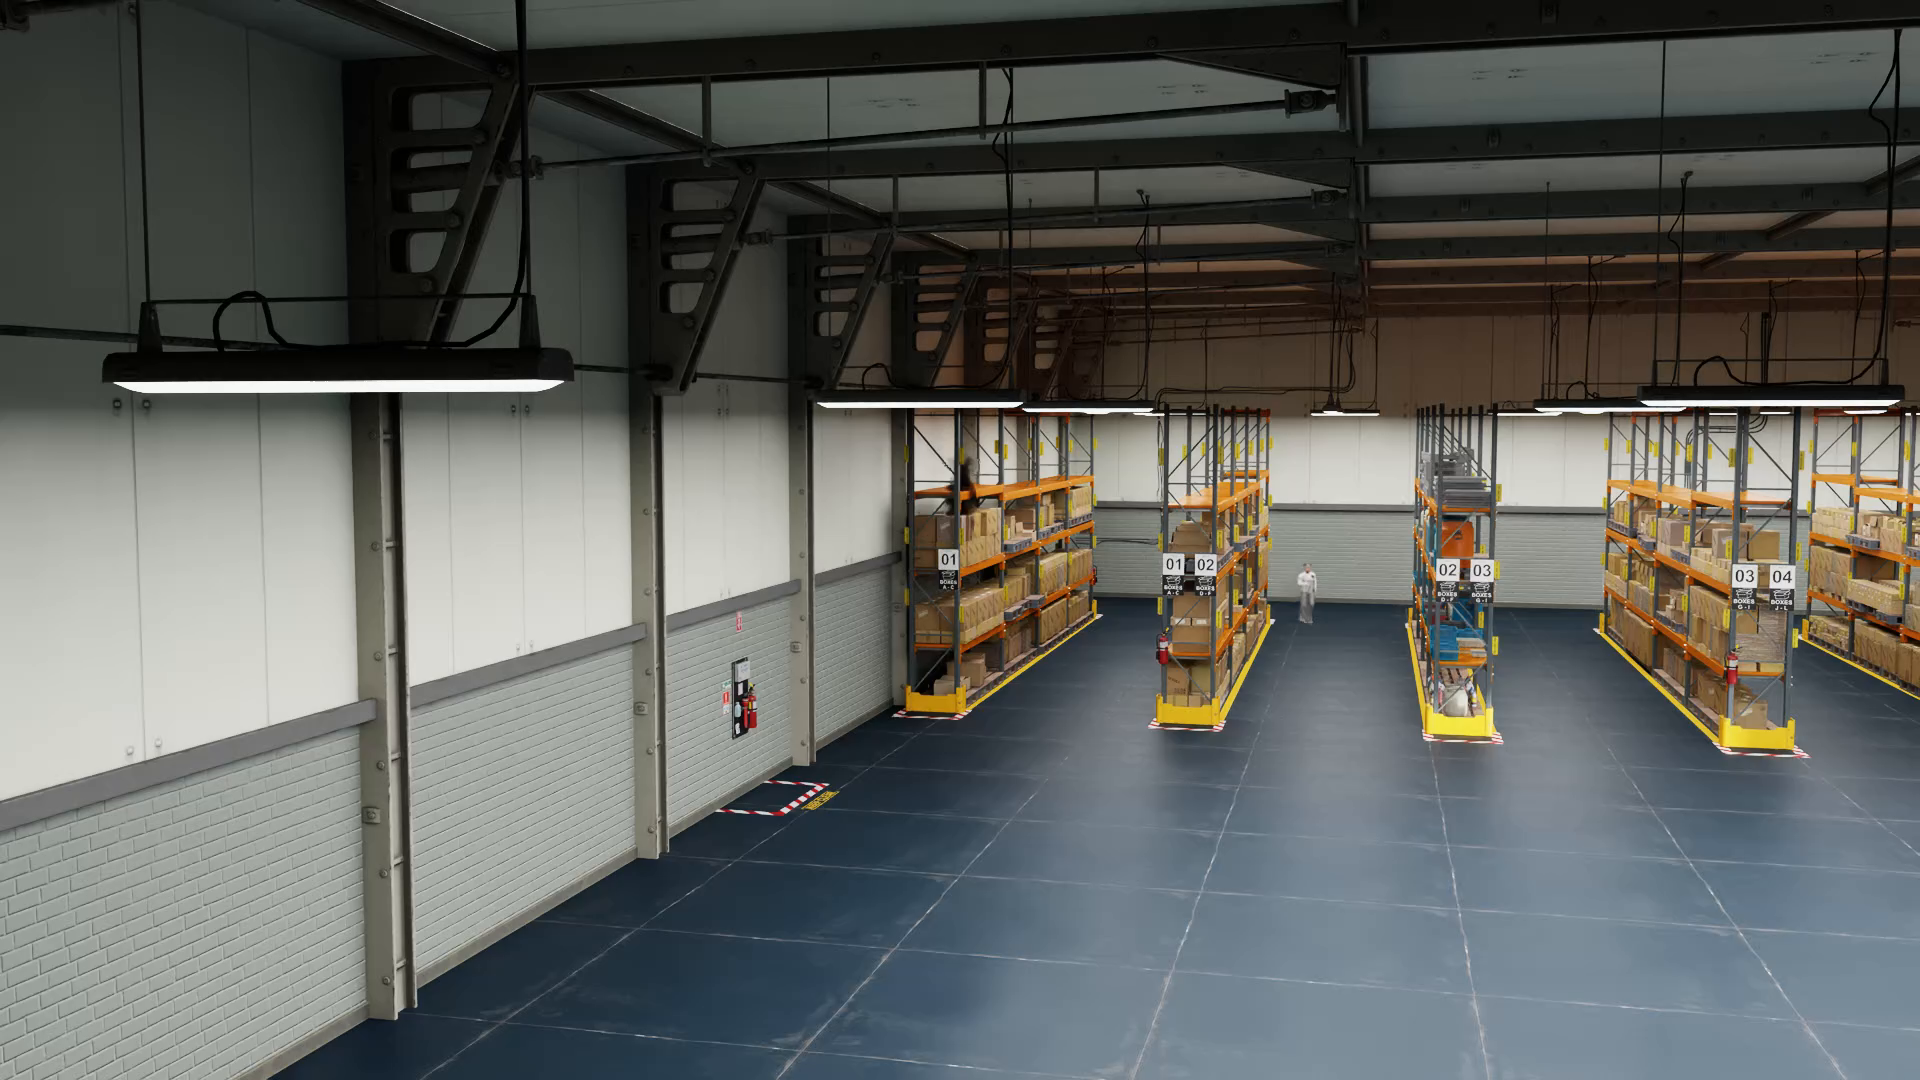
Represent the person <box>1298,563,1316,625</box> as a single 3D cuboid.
[{"bbox_3d":[9.697,1.498,46.496,0.588,1.740,0.830,0,4,-3],"label":"person"}]
